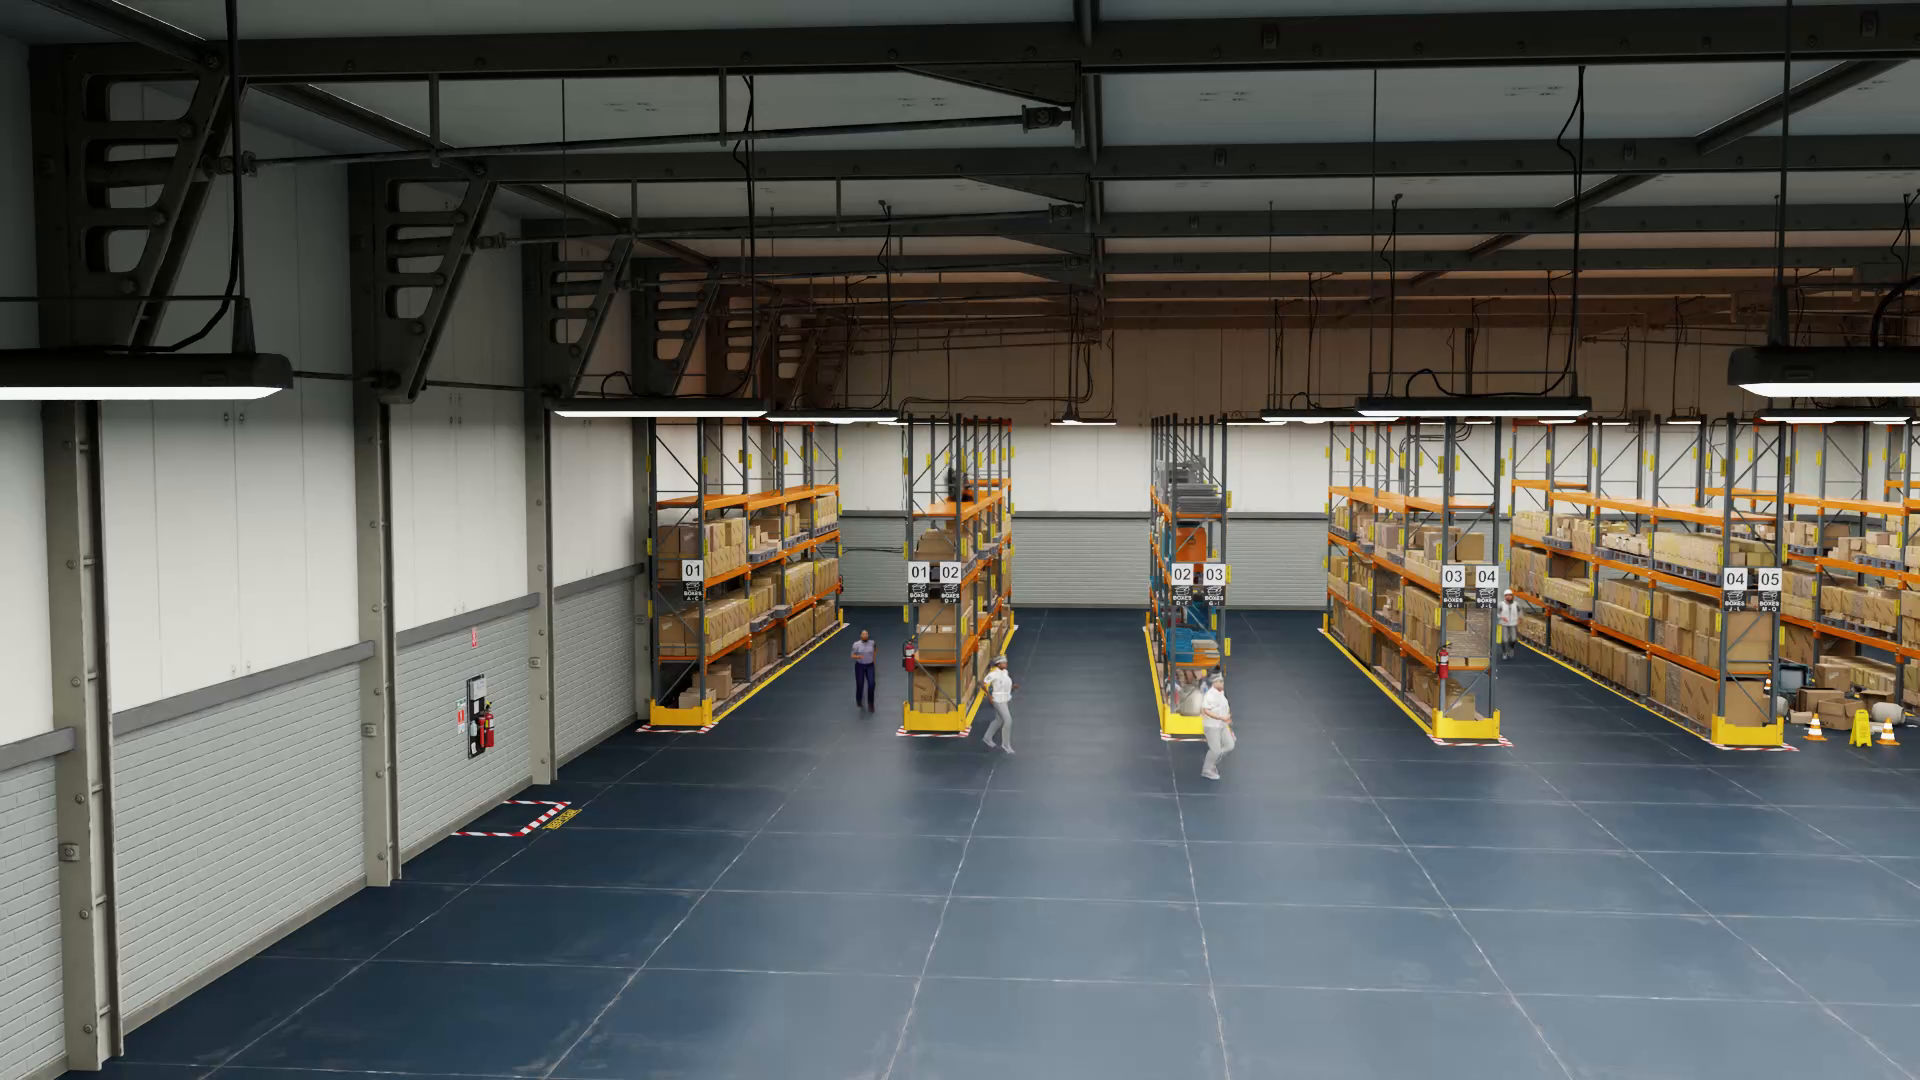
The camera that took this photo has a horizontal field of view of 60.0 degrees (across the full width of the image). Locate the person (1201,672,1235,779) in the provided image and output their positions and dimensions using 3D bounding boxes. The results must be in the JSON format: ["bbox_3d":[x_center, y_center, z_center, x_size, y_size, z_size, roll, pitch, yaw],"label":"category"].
[{"bbox_3d":[4.216,3.023,27.091,0.595,1.751,0.673,3,5,36],"label":"person"}]

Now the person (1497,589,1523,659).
[{"bbox_3d":[13.576,2.085,41.077,0.686,1.733,0.603,1,4,9],"label":"person"}]

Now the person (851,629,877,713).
[{"bbox_3d":[-1.939,2.649,33.709,0.550,1.674,0.821,-1,4,-9],"label":"person"}]

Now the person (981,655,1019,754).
[{"bbox_3d":[0.717,2.899,29.440,0.757,1.751,0.548,2,4,29],"label":"person"}]
